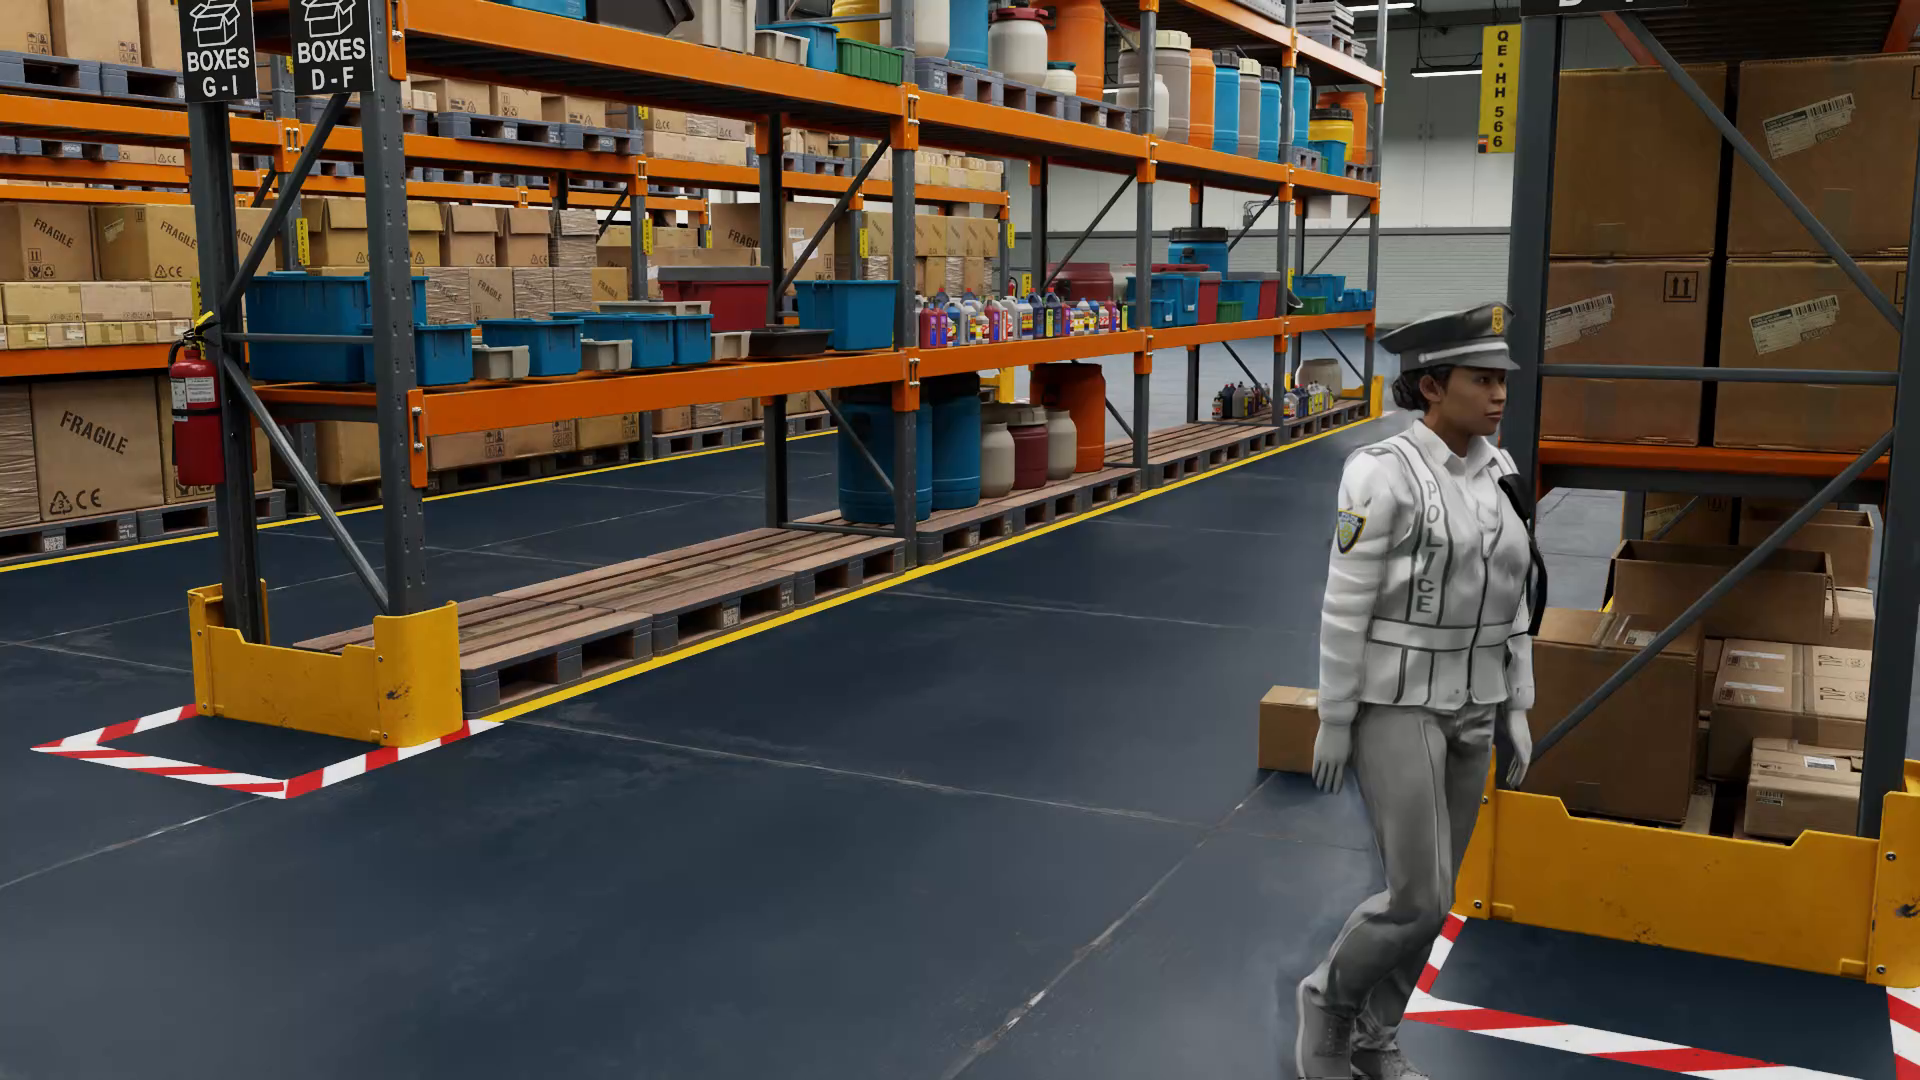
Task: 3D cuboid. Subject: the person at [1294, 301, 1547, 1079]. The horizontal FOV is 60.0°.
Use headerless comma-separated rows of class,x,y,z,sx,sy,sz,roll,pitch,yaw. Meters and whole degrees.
person,0.974,0.358,3.404,0.512,1.679,0.418,-5,11,-31
